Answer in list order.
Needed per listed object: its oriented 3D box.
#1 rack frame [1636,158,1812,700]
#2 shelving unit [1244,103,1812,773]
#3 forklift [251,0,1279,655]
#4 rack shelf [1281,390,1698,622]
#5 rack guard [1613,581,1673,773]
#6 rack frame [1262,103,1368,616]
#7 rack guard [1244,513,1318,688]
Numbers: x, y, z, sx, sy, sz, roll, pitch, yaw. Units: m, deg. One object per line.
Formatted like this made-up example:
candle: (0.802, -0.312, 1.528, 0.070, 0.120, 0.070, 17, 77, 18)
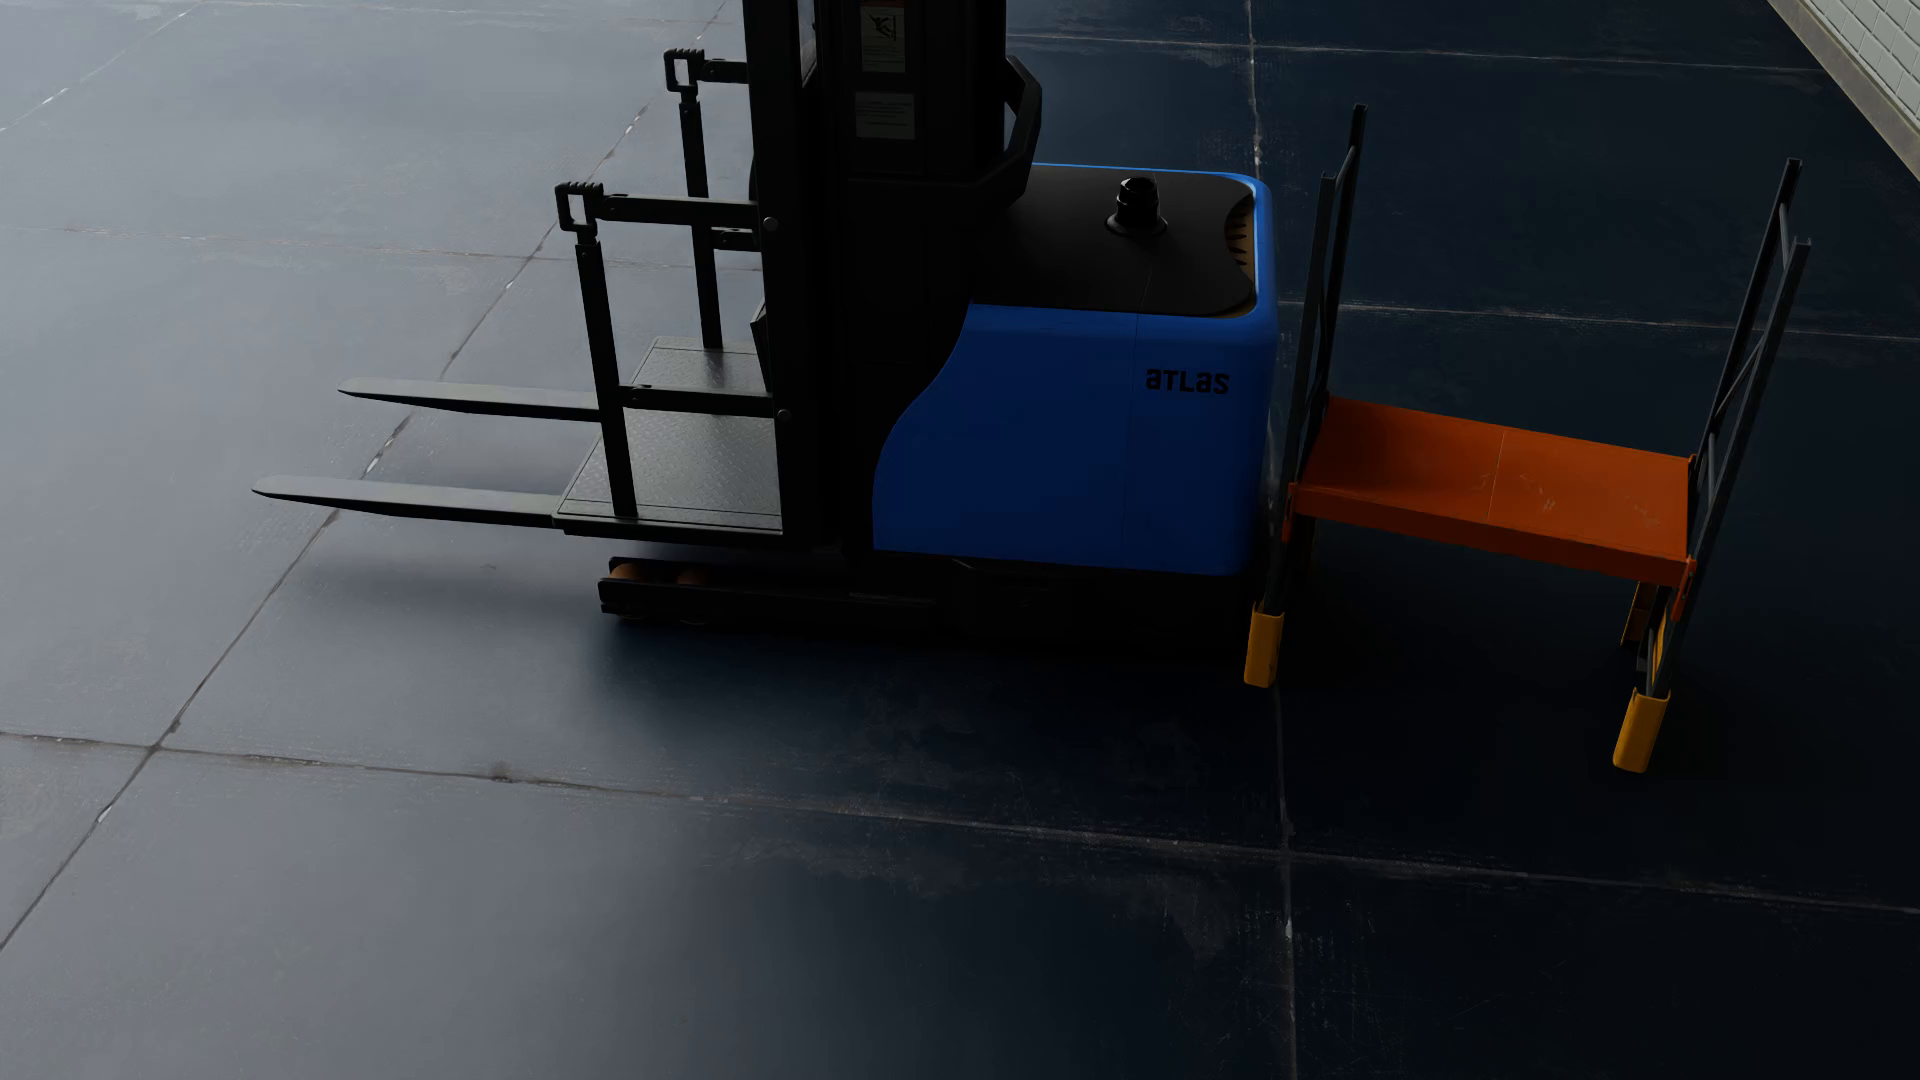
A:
rack frame: (1.888, -0.156, 4.178, 0.032, 1.500, 0.500, 12, 37, 16)
shelving unit: (1.403, -0.260, 4.323, 1.083, 1.500, 0.587, 12, 37, 16)
forklift: (-0.625, -1.241, 4.466, 3.031, 2.935, 1.130, 4, 36, 6)
rack shelf: (1.411, -0.111, 4.425, 1.000, 0.185, 0.538, 12, 37, 16)
rack guard: (1.870, 0.349, 4.546, 0.087, 0.250, 0.587, 12, 37, 16)
rack frame: (0.934, -0.360, 4.463, 0.032, 1.500, 0.500, 12, 37, 16)
rack guard: (0.935, 0.149, 4.826, 0.087, 0.250, 0.587, 12, 37, 16)
